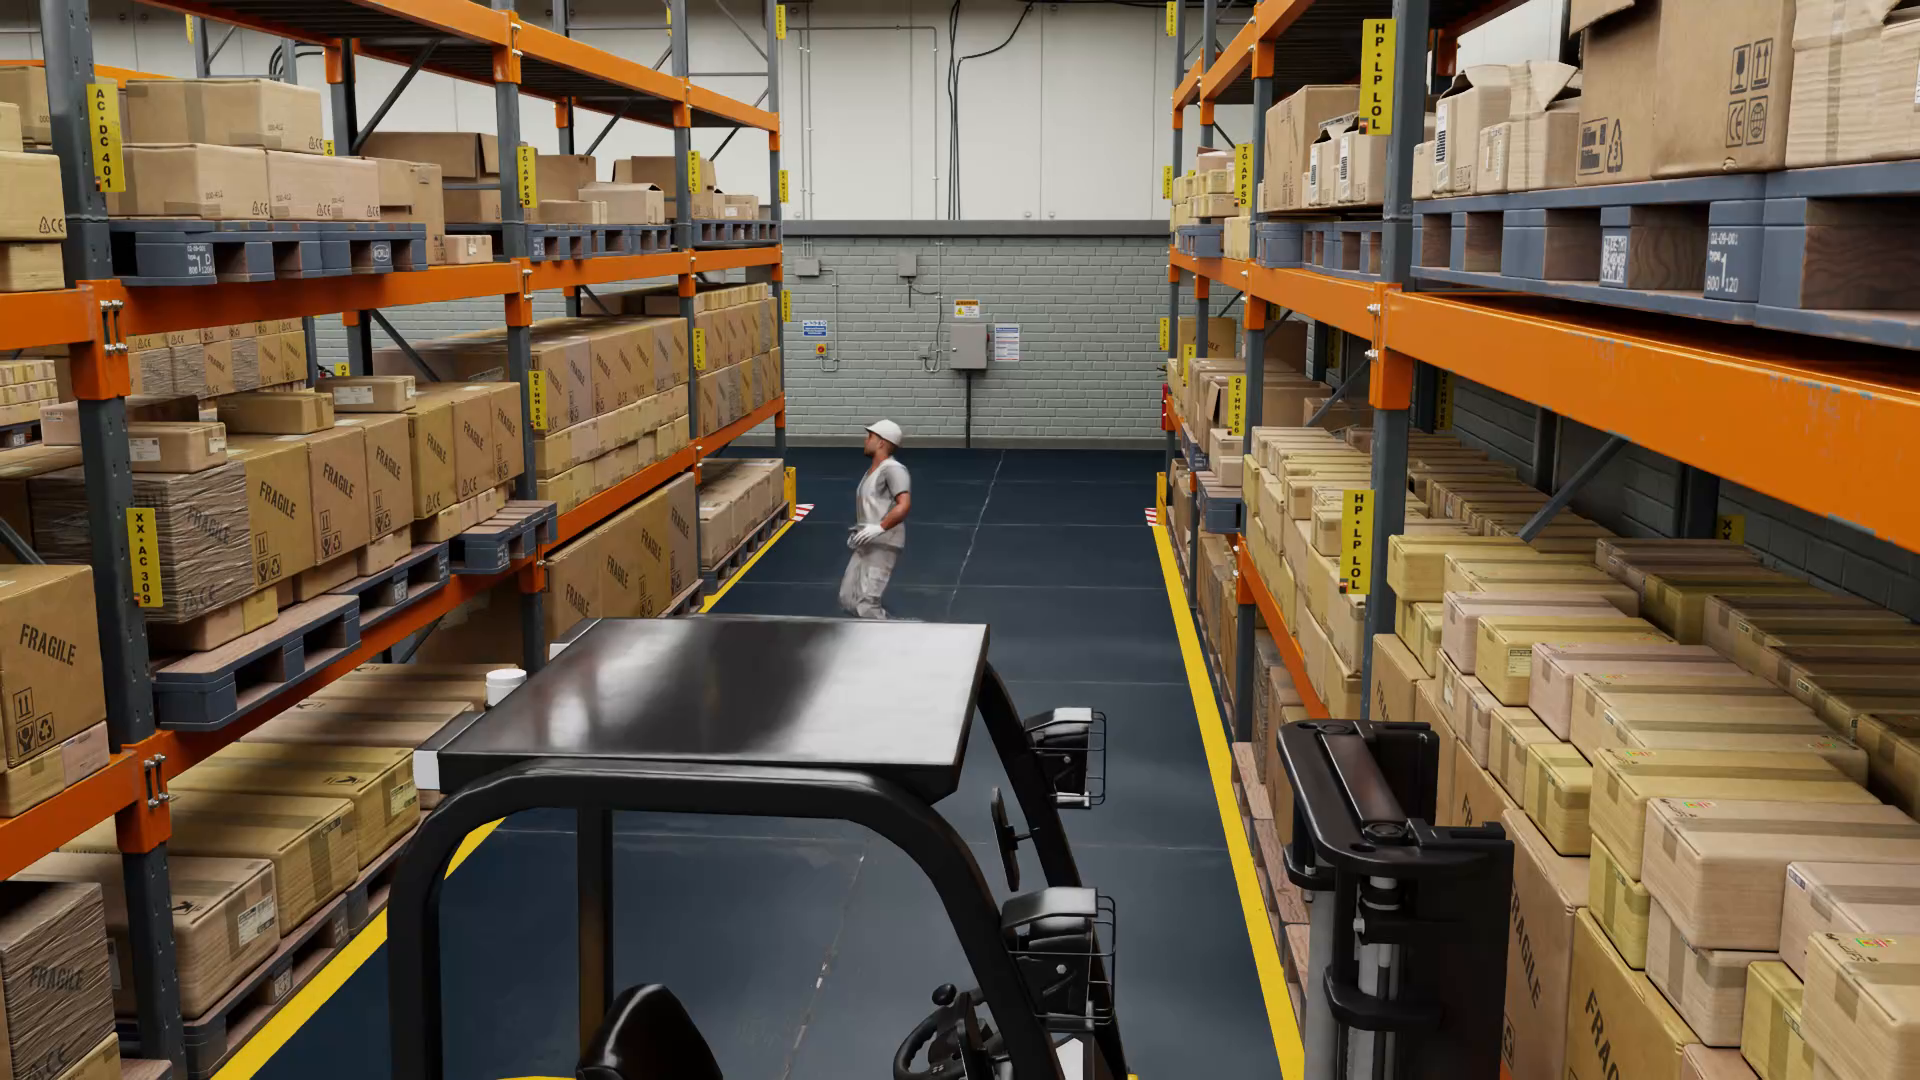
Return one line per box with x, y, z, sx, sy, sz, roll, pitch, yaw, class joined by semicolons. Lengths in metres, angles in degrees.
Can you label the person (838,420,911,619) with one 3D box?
-0.575;0.058;11.234;0.519;1.713;0.714;-4;11;-21;person
